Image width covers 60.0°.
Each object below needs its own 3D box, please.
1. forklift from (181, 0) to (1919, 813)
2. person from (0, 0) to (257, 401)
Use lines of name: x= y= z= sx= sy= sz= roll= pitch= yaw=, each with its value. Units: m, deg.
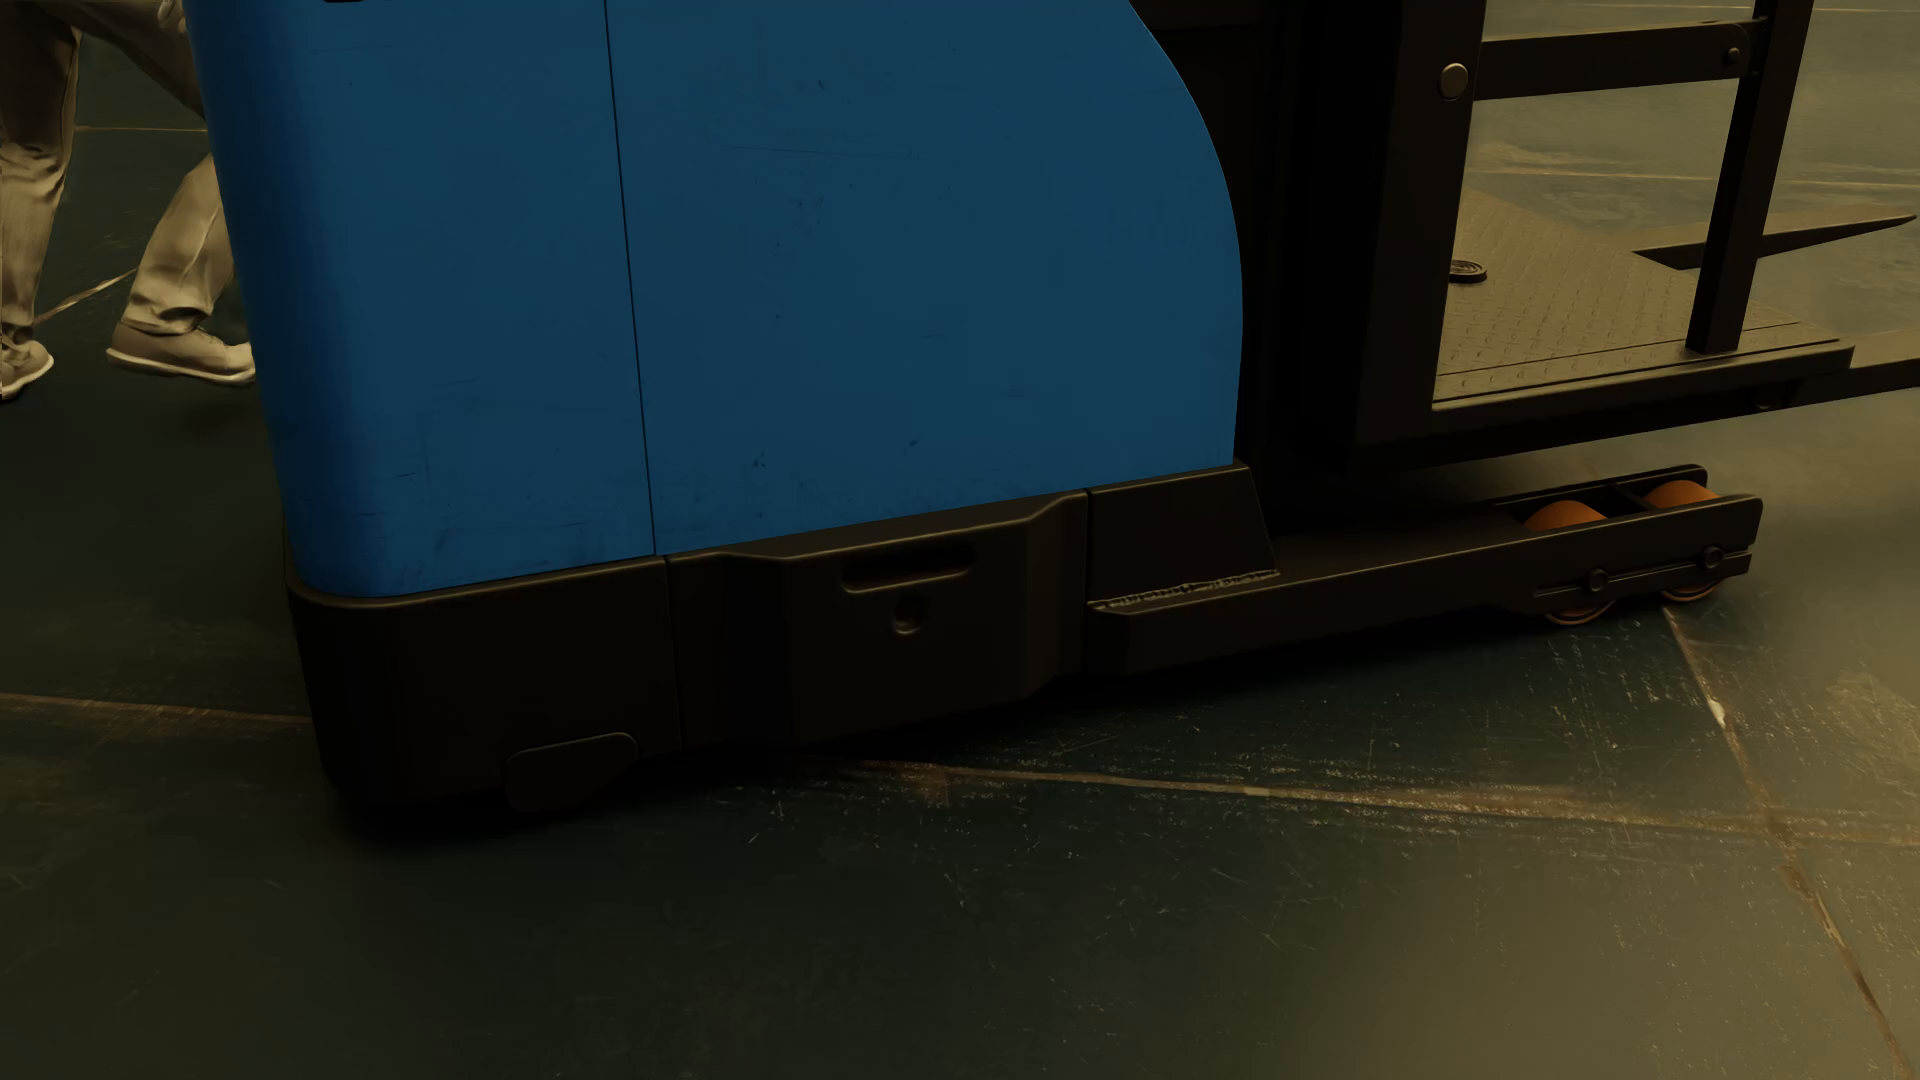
forklift: x=0.572 y=-1.406 z=2.035 sx=3.031 sy=2.935 sz=1.130 roll=-9 pitch=28 yaw=-18
person: x=-1.478 y=-0.979 z=2.718 sx=0.828 sy=1.581 sz=0.473 roll=12 pitch=29 yaw=23
